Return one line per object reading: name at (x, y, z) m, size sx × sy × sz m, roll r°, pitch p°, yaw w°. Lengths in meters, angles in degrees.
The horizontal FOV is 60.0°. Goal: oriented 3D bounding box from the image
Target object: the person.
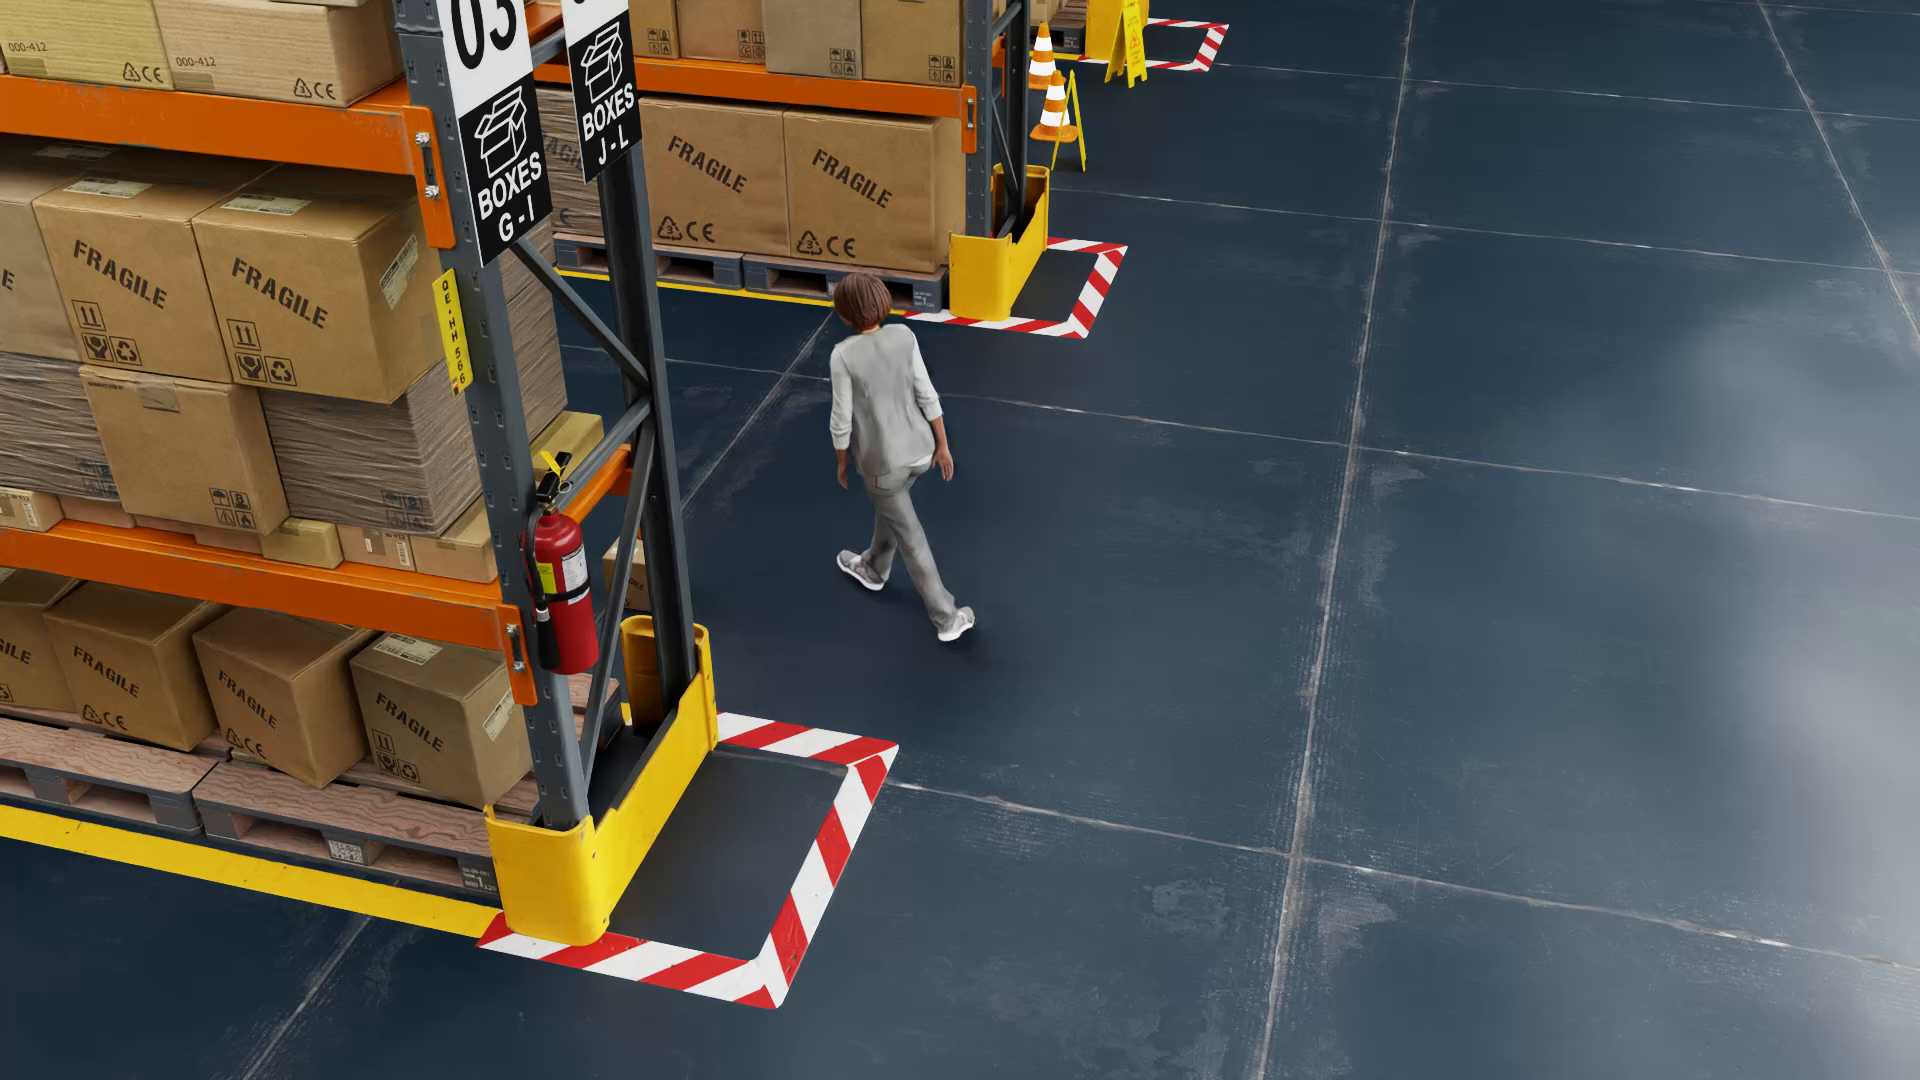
person at (-0.296, -0.350, 6.693) m, size 0.491 × 1.540 × 0.800 m, roll -22°, pitch 39°, yaw -29°
